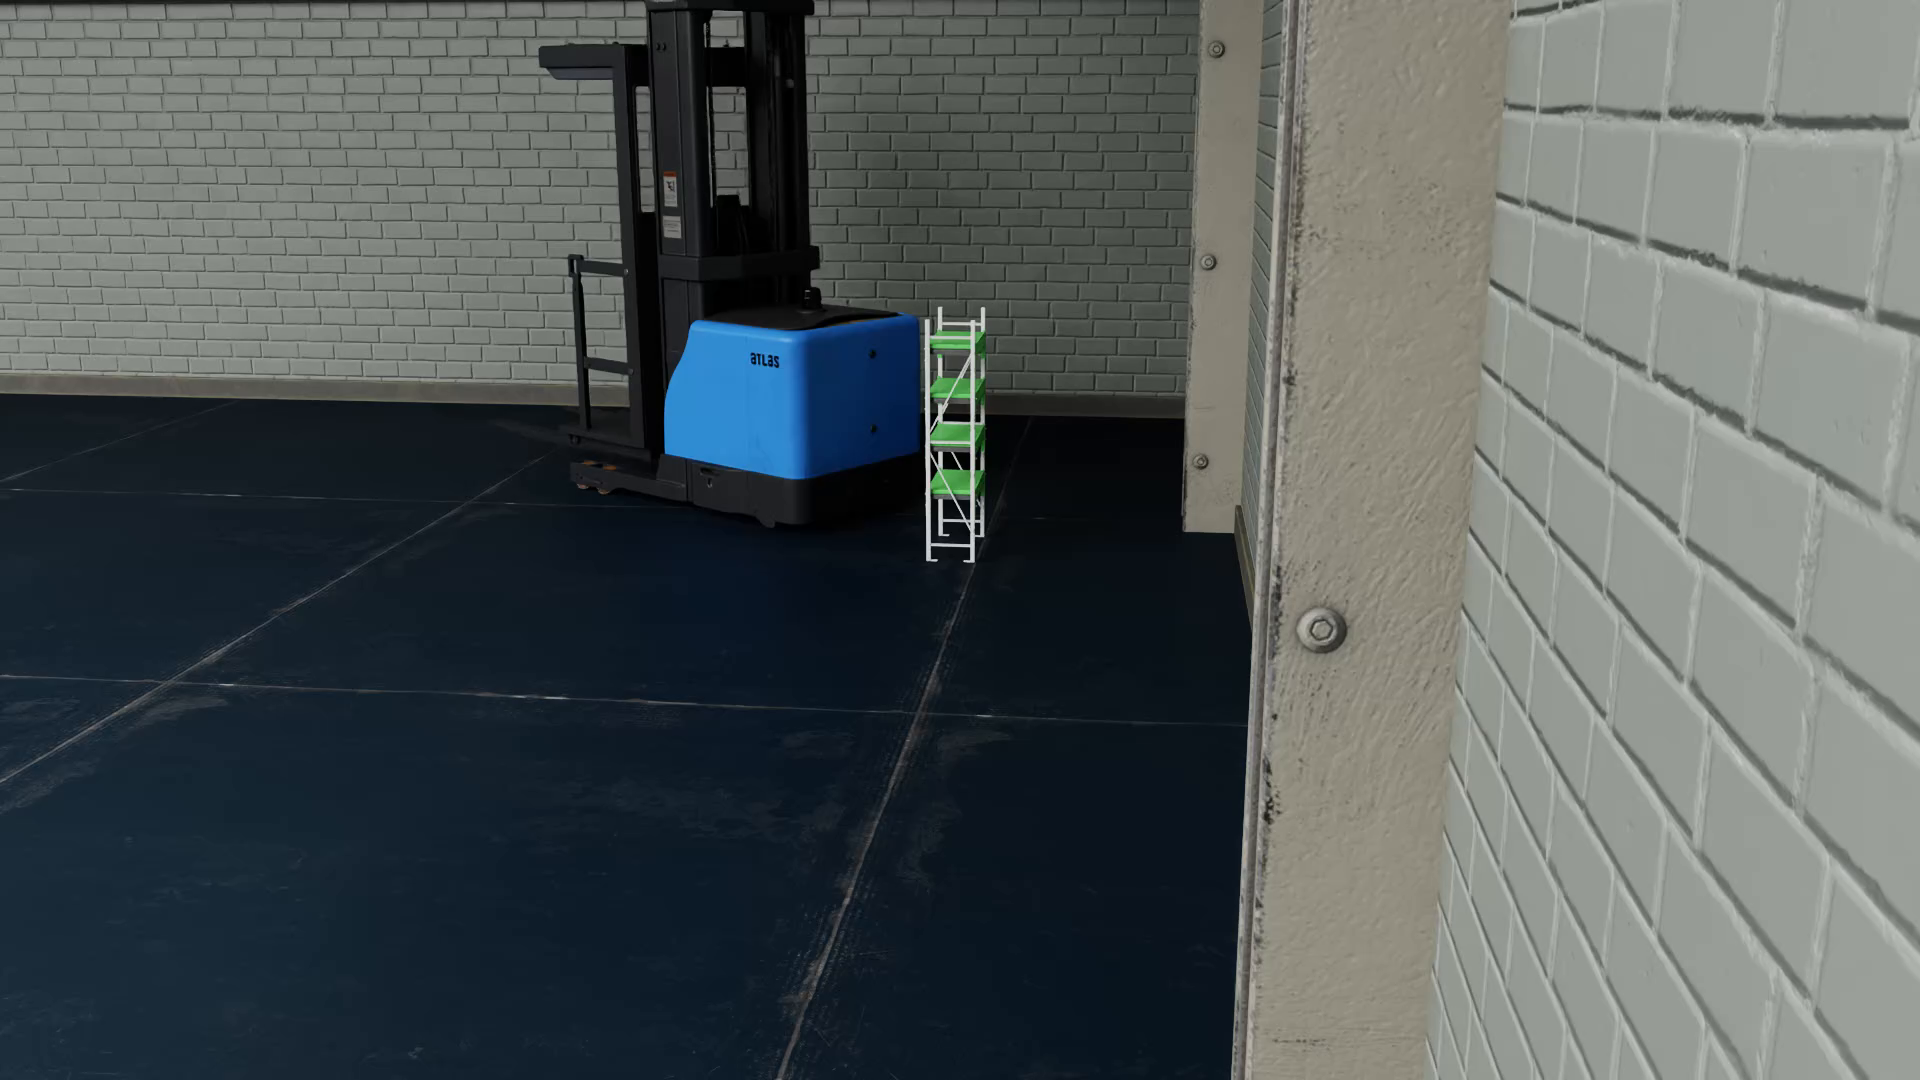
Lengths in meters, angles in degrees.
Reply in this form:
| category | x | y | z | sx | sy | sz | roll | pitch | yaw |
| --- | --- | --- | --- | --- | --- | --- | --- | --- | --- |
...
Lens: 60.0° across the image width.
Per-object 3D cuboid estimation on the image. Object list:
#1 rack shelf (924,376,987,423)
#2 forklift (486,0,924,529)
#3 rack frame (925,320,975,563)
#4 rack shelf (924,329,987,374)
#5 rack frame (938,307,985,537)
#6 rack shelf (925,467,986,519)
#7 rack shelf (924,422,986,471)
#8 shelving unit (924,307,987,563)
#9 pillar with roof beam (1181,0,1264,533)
| category | x | y | z | sx | sy | sz | roll | pitch | yaw |
| --- | --- | --- | --- | --- | --- | --- | --- | --- | --- |
| rack shelf | -0.019 | -0.706 | 8.301 | 0.258 | 0.148 | 0.480 | 2 | 15 | 6 |
| forklift | -1.657 | -1.771 | 9.597 | 3.031 | 2.935 | 1.130 | 12 | 19 | 38 |
| rack frame | -0.046 | -0.473 | 8.113 | 0.240 | 1.200 | 0.015 | 2 | 15 | 6 |
| rack shelf | -0.019 | -0.938 | 8.238 | 0.258 | 0.148 | 0.480 | 2 | 15 | 6 |
| rack frame | 0.009 | -0.600 | 8.581 | 0.240 | 1.200 | 0.015 | 2 | 15 | 6 |
| rack shelf | -0.019 | -0.243 | 8.426 | 0.258 | 0.148 | 0.480 | 2 | 15 | 6 |
| rack shelf | -0.019 | -0.475 | 8.363 | 0.258 | 0.148 | 0.480 | 2 | 15 | 6 |
| shelving unit | -0.019 | -0.536 | 8.347 | 0.258 | 1.200 | 0.503 | 2 | 15 | 6 |
| pillar with roof beam | -2.920 | -4.563 | 8.296 | 9.100 | 9.000 | 0.400 | 2 | 15 | 6 |
